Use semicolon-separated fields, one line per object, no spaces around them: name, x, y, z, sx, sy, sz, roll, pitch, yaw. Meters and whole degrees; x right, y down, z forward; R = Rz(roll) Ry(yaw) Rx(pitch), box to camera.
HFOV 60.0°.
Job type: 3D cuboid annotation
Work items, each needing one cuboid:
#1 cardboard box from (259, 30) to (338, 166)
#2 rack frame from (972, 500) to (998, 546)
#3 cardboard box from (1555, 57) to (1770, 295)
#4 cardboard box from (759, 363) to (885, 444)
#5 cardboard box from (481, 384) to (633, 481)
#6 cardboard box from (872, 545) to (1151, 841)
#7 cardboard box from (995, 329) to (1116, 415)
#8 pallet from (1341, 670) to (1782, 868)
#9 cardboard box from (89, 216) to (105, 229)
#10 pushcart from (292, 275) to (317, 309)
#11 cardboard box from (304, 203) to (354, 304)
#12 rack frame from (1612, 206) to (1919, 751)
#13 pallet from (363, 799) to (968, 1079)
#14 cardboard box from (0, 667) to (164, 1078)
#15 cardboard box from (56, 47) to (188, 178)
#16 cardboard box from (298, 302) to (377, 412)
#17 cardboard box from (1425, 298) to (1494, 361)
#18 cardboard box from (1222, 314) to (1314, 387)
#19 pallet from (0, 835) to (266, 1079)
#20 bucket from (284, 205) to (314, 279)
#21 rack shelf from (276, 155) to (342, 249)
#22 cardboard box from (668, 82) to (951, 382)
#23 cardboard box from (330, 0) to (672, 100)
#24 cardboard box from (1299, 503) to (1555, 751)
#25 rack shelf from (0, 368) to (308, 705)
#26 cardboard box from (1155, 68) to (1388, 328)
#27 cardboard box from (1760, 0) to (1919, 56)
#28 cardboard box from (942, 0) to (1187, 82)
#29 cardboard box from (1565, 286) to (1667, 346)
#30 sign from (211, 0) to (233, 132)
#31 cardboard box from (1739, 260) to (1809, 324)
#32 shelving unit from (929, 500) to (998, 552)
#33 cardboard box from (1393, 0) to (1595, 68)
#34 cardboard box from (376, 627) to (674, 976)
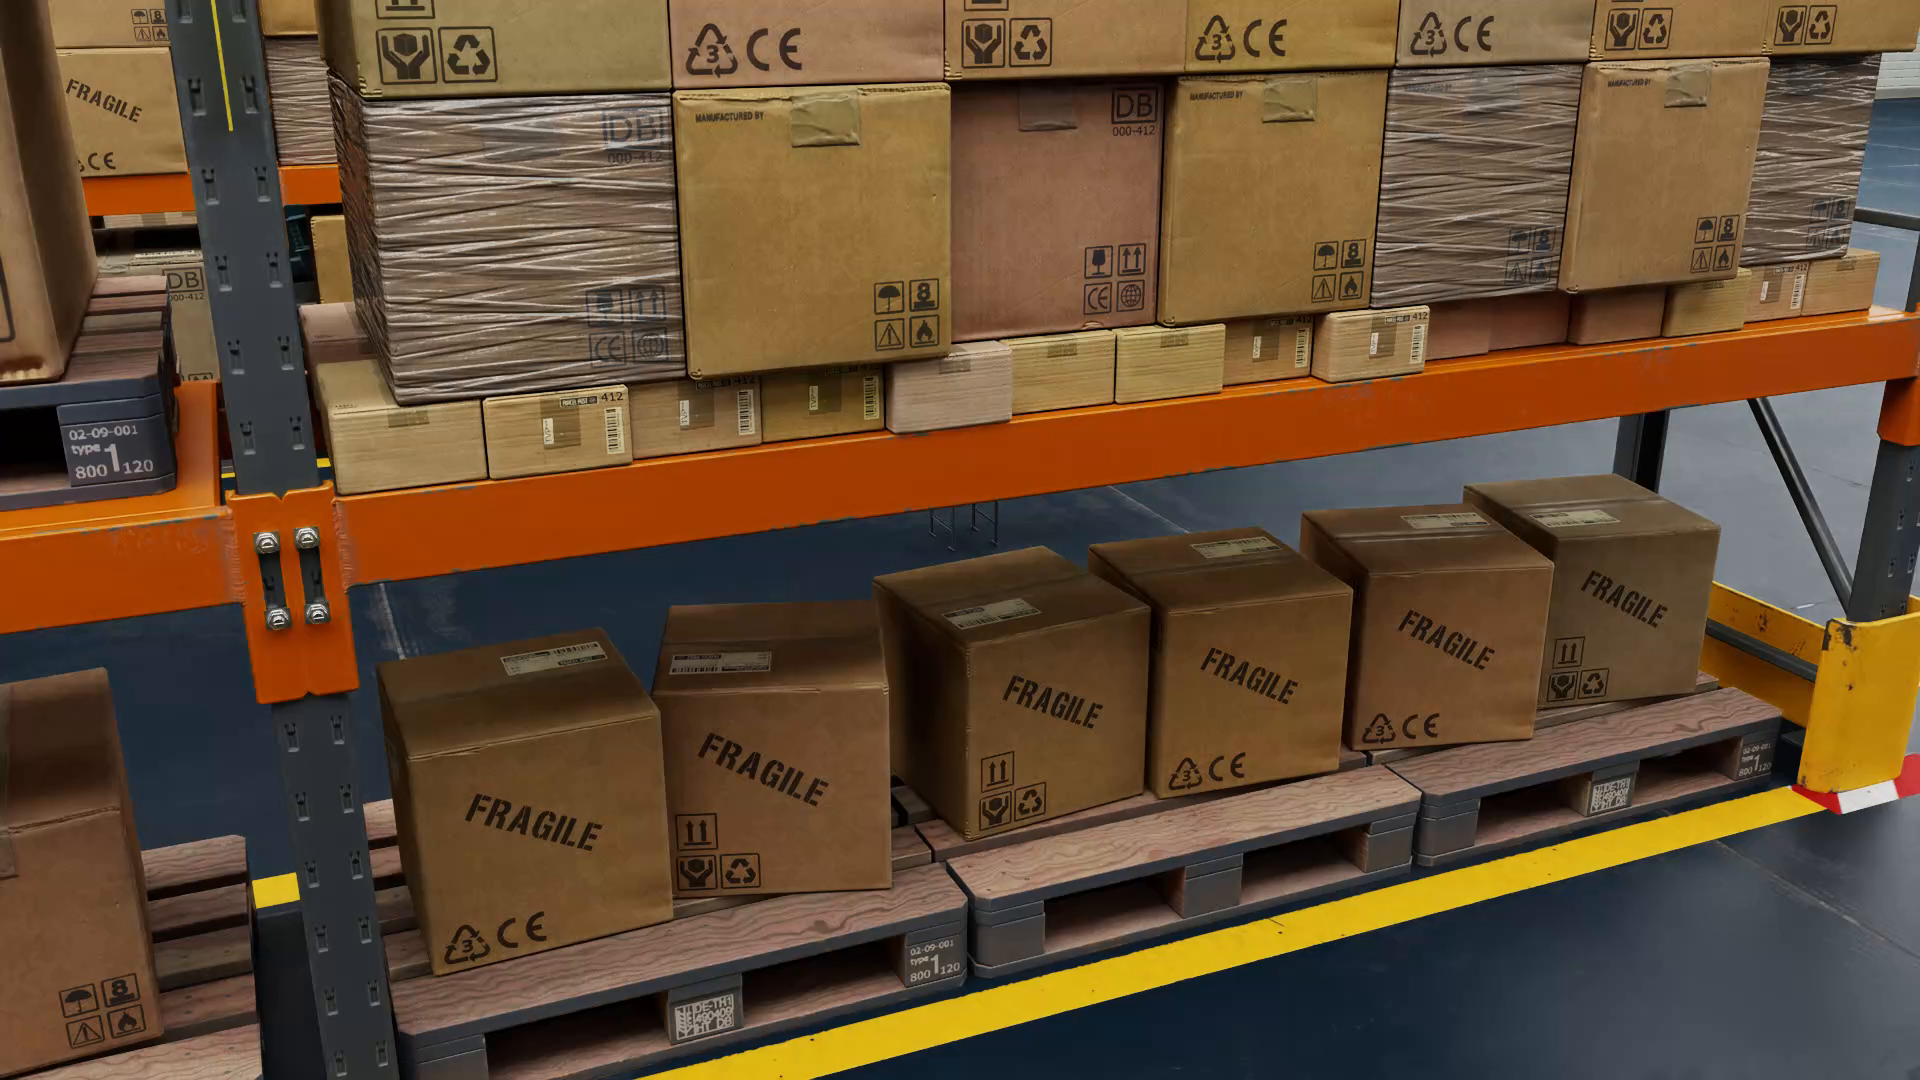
cardboard box;-2.865;-2.047;7.592;0.550;0.550;0.875;-8;21;-22
rack frame;0.097;-0.580;6.362;0.006;1.200;0.240;-8;21;-22
cardboard box;1.418;-0.945;4.092;0.500;0.500;0.875;-8;21;-22
cardboard box;-0.331;-0.322;3.298;0.250;0.149;0.380;-8;21;-22
cardboard box;-0.776;-0.245;3.079;0.250;0.149;0.380;-8;21;-22
cardboard box;0.118;0.359;4.116;0.500;0.500;0.500;-10;22;-27
cardboard box;0.128;-0.388;3.485;0.250;0.149;0.380;-8;21;-22
pallet;1.516;0.497;4.792;1.213;0.211;1.003;-8;21;-22
cardboard box;-6.392;-2.213;11.616;0.625;0.372;0.950;-7;21;-19
pushcart;-4.303;-1.494;10.198;0.936;0.377;1.648;-17;26;-40
cardboard box;-2.594;-1.181;7.927;0.875;0.875;0.875;-8;21;-21
rack frame;2.346;-0.924;4.630;0.127;3.000;1.000;-8;21;-22
pallet;-0.724;0.818;3.880;1.213;0.211;1.003;-8;21;-22
cardboard box;-1.899;0.648;3.267;0.500;0.500;0.700;-10;22;-26
cardboard box;-3.572;-1.821;7.026;0.500;0.500;0.500;-8;21;-22
cardboard box;-1.246;-0.397;3.512;0.250;0.149;0.380;-8;21;-22
cardboard box;1.025;-0.536;3.905;0.250;0.149;0.380;-8;21;-22
cardboard box;0.573;-0.464;3.702;0.250;0.149;0.380;-8;21;-22
pallet;-2.041;1.020;3.307;1.213;0.211;1.003;-8;21;-22
bucket;-3.987;-1.818;9.808;0.620;0.611;0.726;-11;20;0
rack shelf;-1.362;-1.848;8.336;4.000;0.370;1.077;-8;21;-22
cardboard box;-0.416;-0.681;3.340;0.500;0.500;0.875;-8;21;-22
cardboard box;-0.813;-1.039;2.852;0.500;0.500;0.500;-8;21;-22
cardboard box;1.231;0.223;4.504;0.500;0.500;0.500;-3;20;-8
rack shelf;-3.163;0.205;2.508;4.000;0.370;1.077;-8;21;-22
cardboard box;0.478;-0.830;3.766;0.500;0.500;0.875;-8;21;-22
cardboard box;1.939;-1.435;3.979;0.500;0.500;0.500;-8;21;-22
cardboard box;0.105;-1.171;3.226;0.500;0.500;0.500;-8;21;-22
cardboard box;1.491;-0.596;4.076;0.250;0.149;0.380;-8;21;-22
sign;-1.104;-0.775;2.464;0.005;0.325;0.100;-8;21;-22
cardboard box;1.936;-0.672;4.294;0.250;0.149;0.380;-8;21;-22
shelving unit;0.013;-0.568;6.328;0.189;1.200;0.258;-8;21;-22
cardboard box;1.022;-1.303;3.602;0.500;0.500;0.500;-8;21;-22
cardboard box;-0.944;0.543;3.596;0.500;0.500;0.500;-9;21;-24
